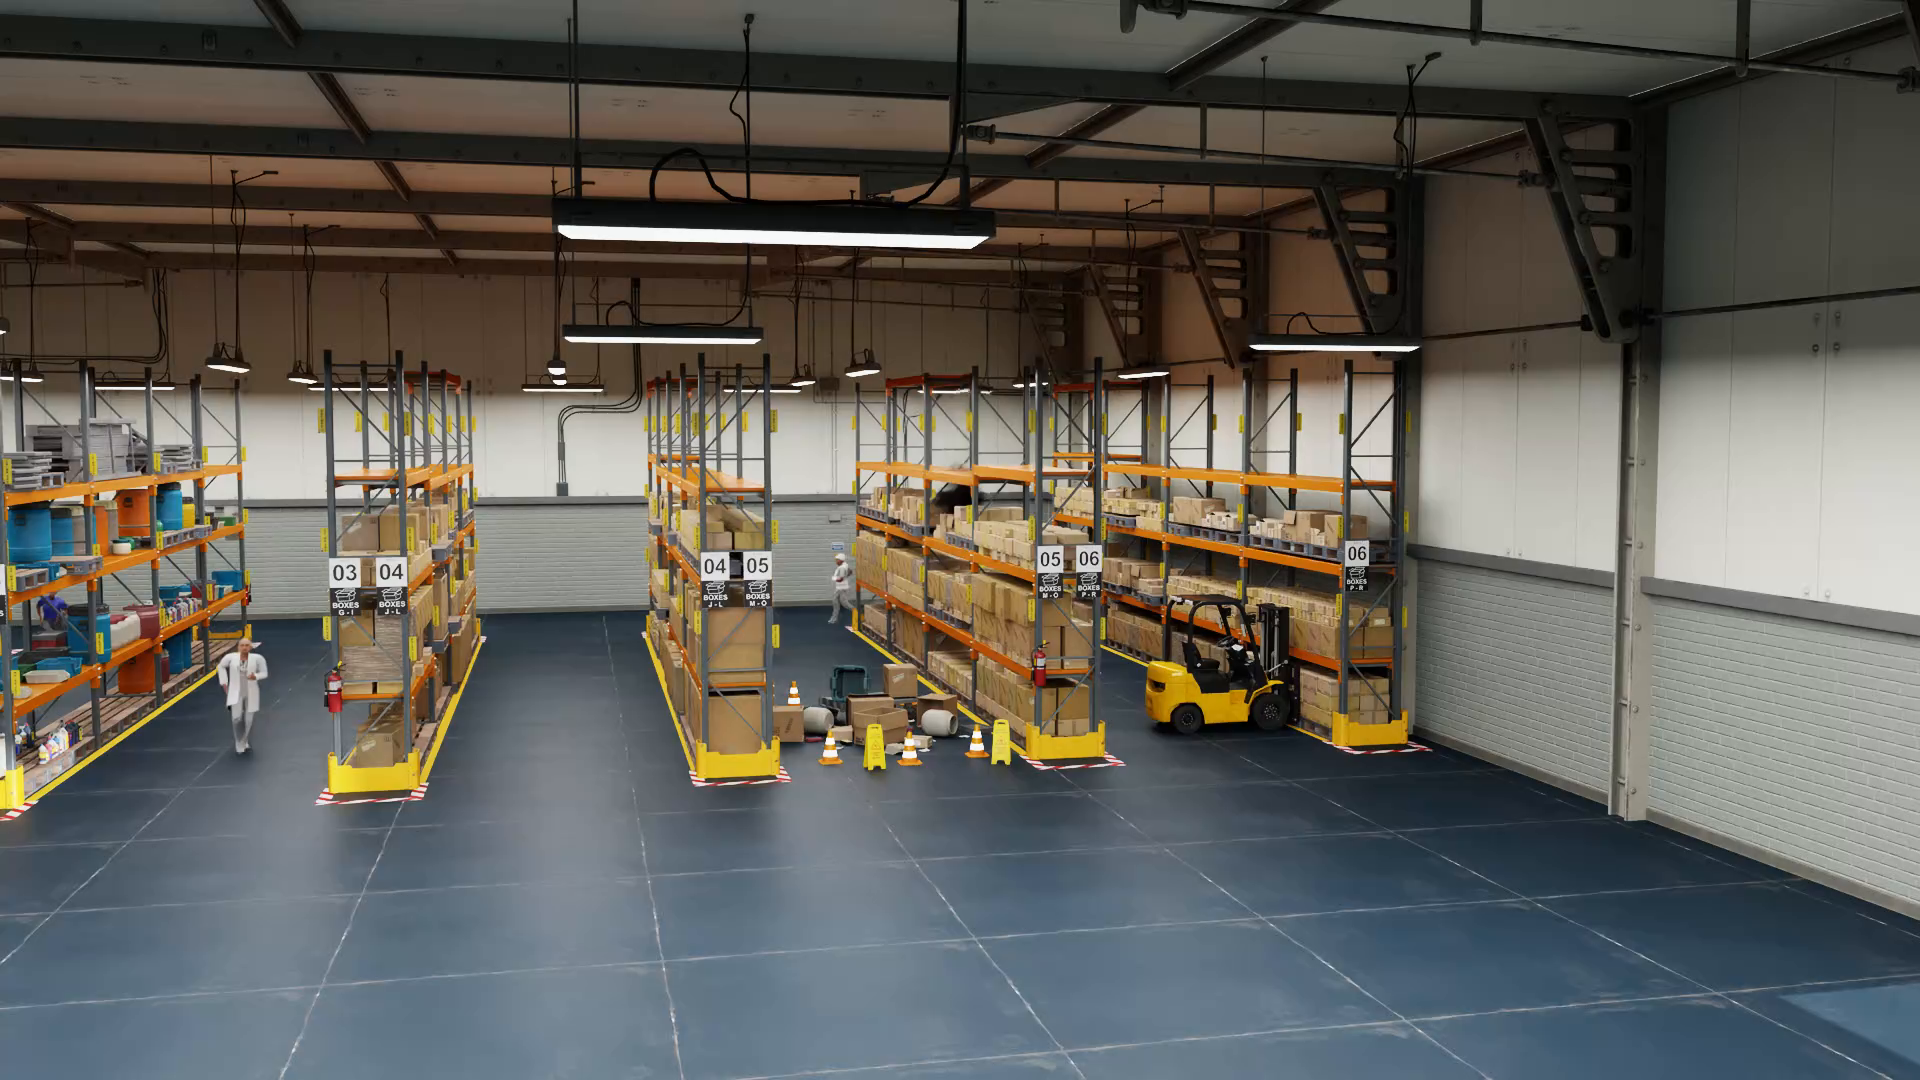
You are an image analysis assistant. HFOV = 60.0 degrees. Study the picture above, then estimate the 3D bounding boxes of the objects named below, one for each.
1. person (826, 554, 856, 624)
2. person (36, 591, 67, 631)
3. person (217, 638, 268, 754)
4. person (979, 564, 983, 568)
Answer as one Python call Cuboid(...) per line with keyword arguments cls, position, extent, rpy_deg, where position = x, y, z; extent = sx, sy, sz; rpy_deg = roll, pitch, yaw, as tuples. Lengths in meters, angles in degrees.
Cuboid(cls="person", position=(-2.915, 1.235, 41.624), extent=(0.893, 1.801, 0.699), rpy_deg=(0, 4, -5))
Cuboid(cls="person", position=(-18.980, 1.766, 34.798), extent=(0.595, 1.636, 1.011), rpy_deg=(-2, 4, -22))
Cuboid(cls="person", position=(-10.895, 2.366, 25.289), extent=(0.691, 1.762, 0.799), rpy_deg=(-2, 4, -26))
Cuboid(cls="person", position=(0.432, 1.420, 38.909), extent=(0.674, 1.832, 0.785), rpy_deg=(-3, 5, -35))
